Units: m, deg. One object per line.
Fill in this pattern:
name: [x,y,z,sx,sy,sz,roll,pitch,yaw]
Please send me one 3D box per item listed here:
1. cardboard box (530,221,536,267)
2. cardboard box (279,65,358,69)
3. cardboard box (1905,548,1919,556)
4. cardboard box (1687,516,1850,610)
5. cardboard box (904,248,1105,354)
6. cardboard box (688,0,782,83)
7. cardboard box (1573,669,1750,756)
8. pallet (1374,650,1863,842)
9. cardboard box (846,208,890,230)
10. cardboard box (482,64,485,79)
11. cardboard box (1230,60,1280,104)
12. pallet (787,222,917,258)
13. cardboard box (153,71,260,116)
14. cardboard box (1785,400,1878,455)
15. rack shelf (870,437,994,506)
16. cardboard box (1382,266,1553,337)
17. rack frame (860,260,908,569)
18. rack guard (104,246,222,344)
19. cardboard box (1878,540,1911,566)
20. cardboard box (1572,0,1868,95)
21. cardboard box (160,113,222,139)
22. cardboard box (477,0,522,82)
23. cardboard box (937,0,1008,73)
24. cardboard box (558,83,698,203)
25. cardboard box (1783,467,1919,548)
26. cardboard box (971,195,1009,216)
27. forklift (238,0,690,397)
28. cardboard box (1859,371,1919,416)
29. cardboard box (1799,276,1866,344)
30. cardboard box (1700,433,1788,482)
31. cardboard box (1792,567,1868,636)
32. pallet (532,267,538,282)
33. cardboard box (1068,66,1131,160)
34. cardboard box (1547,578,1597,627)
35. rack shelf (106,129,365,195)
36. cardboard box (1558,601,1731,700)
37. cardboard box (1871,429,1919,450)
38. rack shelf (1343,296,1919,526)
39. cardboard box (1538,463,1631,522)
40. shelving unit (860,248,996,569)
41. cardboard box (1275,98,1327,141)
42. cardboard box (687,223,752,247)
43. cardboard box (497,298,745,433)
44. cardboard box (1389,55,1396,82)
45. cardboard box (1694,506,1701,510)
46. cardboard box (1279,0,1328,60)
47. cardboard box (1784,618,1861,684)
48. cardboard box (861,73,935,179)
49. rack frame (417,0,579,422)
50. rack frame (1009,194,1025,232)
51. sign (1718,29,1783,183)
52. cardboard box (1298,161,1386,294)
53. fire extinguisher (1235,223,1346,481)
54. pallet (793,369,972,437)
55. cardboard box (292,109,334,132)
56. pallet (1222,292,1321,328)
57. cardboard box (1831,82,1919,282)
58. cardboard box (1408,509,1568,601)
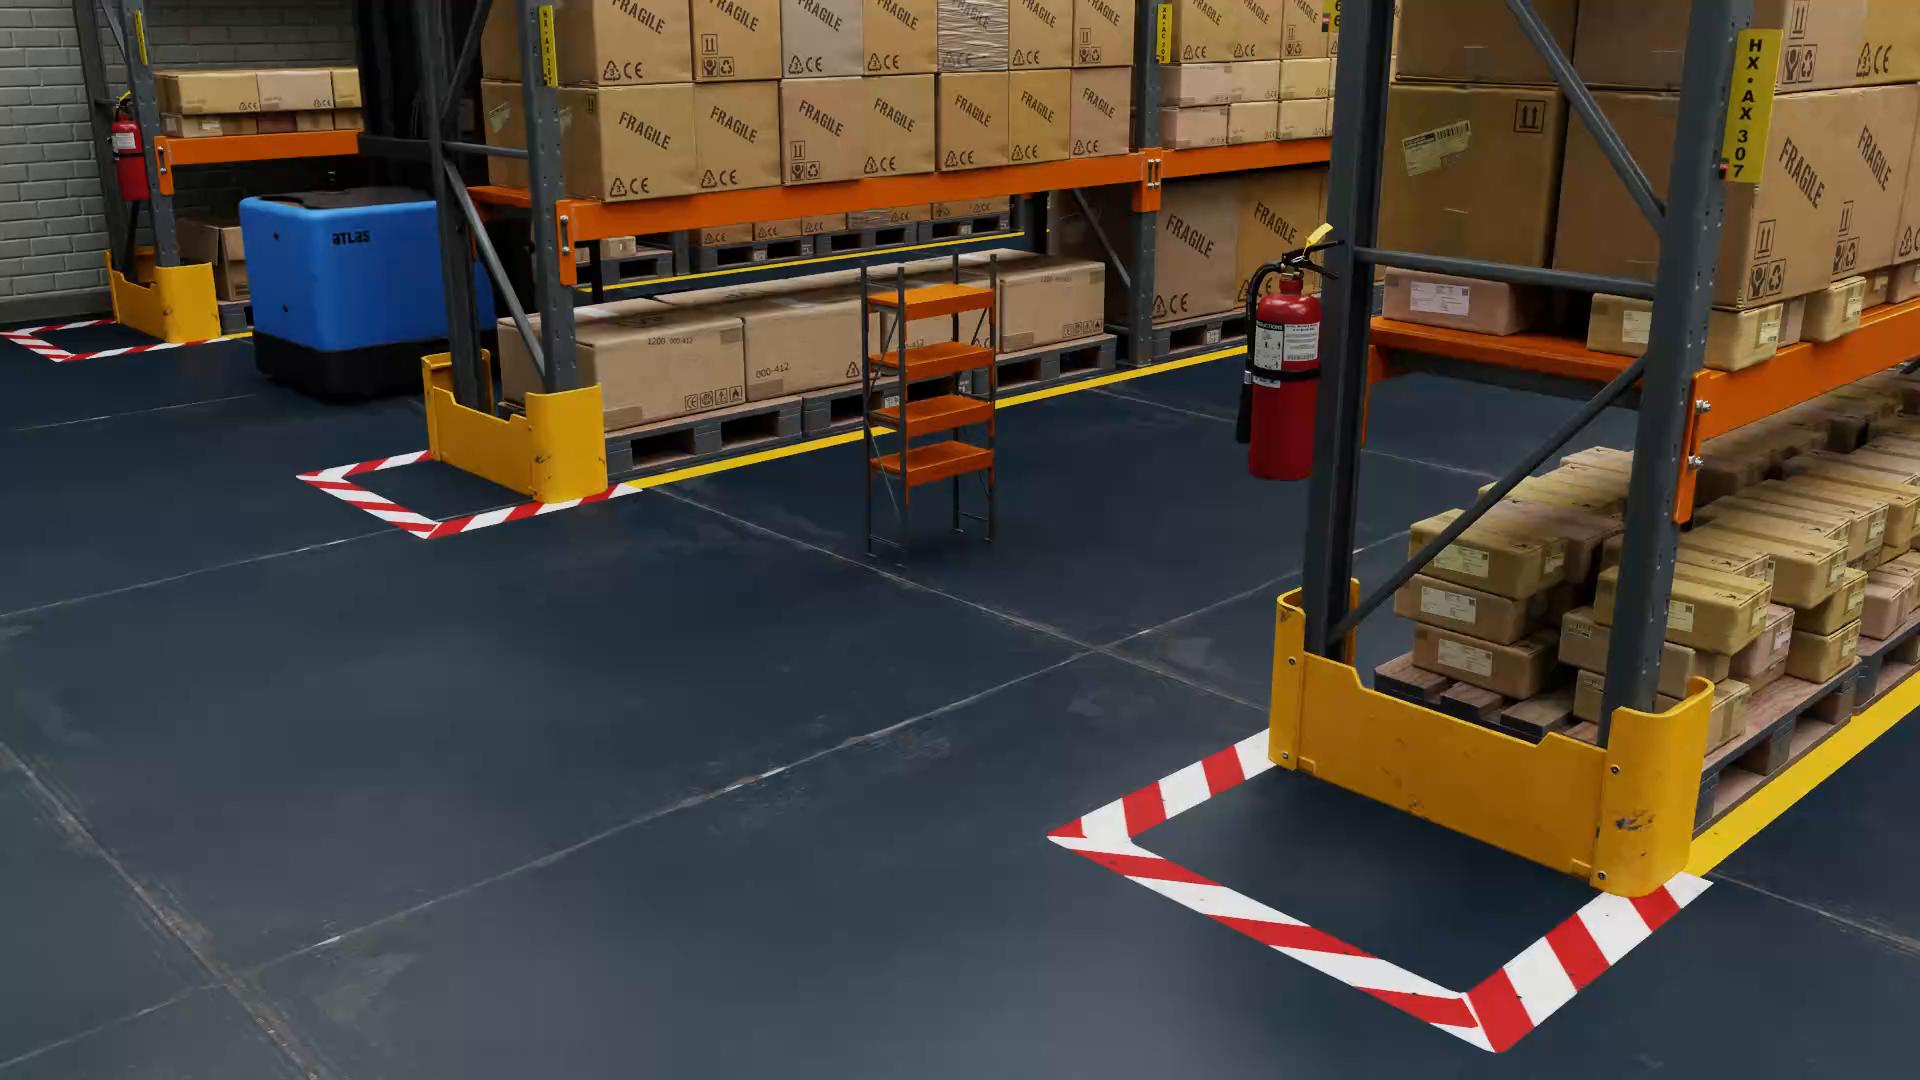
cardboard box: [-3.611,-2.376,12.822,0.700,0.500,0.500,17,24,42]
cardboard box: [-4.632,-3.305,12.075,0.500,0.250,0.500,-15,23,-39]
cardboard box: [3.233,0.062,5.870,0.250,0.149,0.380,-16,24,-40]
cardboard box: [2.368,0.063,4.903,0.250,0.149,0.380,-16,24,-41]
cardboard box: [0.267,-1.473,10.137,0.875,0.438,0.875,-17,24,-42]
cardboard box: [-1.194,-2.425,7.818,0.500,0.500,0.500,-17,25,-42]
cardboard box: [1.965,0.452,4.669,0.250,0.149,0.380,-16,24,-40]
pallet: [2.035,0.481,5.159,1.213,0.211,1.003,-16,24,-41]
cardboard box: [-0.983,-3.103,15.065,0.500,0.500,0.500,17,24,42]
cardboard box: [-3.544,-3.408,12.393,0.500,0.250,0.500,-16,24,-41]
cardboard box: [1.670,-2.914,10.542,0.500,0.250,0.500,-16,24,-40]
pallet: [-1.164,-2.827,15.360,1.213,0.211,1.003,-16,24,-41]
cardboard box: [-5.008,-2.971,11.045,0.500,0.250,0.500,-16,24,-41]
cardboard box: [3.314,-0.443,6.464,0.250,0.149,0.380,-17,25,-42]
rack shelf: [-0.120,-0.283,6.773,0.480,0.148,0.258,-16,24,-41]
cardboard box: [1.408,-0.678,4.620,0.250,0.149,0.380,-16,24,-41]
rack frame: [-0.298,-0.484,6.532,0.015,1.200,0.240,-16,24,-41]
rack guard: [-5.467,-1.692,11.392,0.348,0.500,1.175,-16,24,-41]
cardboard box: [3.037,-0.050,5.736,0.250,0.149,0.380,-15,23,-38]
cardboard box: [1.873,-1.366,4.068,0.500,0.500,0.500,-16,24,-41]
cardboard box: [-5.095,-2.753,11.021,0.250,0.149,0.380,-16,24,-41]
cardboard box: [-1.923,-2.432,7.839,0.500,0.500,0.500,-15,23,-39]
cardboard box: [-0.094,-2.746,8.809,0.500,0.500,0.500,-16,24,-40]
cardboard box: [-1.564,-1.838,7.628,0.500,0.500,0.500,-17,24,-41]
cardboard box: [2.922,-0.110,5.438,0.250,0.149,0.380,-16,24,-40]
cardboard box: [0.131,-3.433,16.081,0.500,0.500,0.500,-15,23,-39]
forklift: [-2.785,-2.569,10.156,3.031,2.935,1.130,-17,25,-42]
cardboard box: [3.879,-0.613,6.989,0.250,0.149,0.380,-15,23,-39]
cardboard box: [2.214,-0.649,4.531,0.380,0.149,0.250,17,25,42]
cardboard box: [2.725,-0.288,5.985,0.250,0.149,0.380,-16,24,-41]
cardboard box: [2.538,0.149,5.121,0.250,0.149,0.380,-15,23,-39]
pallet: [-4.002,-1.981,12.752,1.213,0.211,1.003,-16,24,-41]
cardboard box: [0.636,-2.493,9.648,0.500,0.500,0.500,-16,24,-40]
cardboard box: [1.779,0.130,5.178,0.250,0.149,0.380,-17,25,-42]
rack shelf: [-4.069,-2.946,12.375,4.000,0.370,1.077,-16,24,-41]
cardboard box: [1.922,0.296,4.667,0.250,0.149,0.380,-15,23,-39]
cardboard box: [3.482,-0.273,5.940,0.380,0.149,0.250,16,24,41]
rack shelf: [2.818,-0.747,5.591,4.000,0.370,1.077,-16,24,-41]
cardboard box: [2.130,-0.125,5.485,0.380,0.149,0.250,17,24,42]
shelving unit: [-0.120,-0.536,6.691,0.503,1.200,0.258,-16,24,-41]
cardboard box: [2.056,-2.779,10.934,0.500,0.250,0.500,-17,24,-41]
cardboard box: [-2.110,-2.775,14.053,0.500,0.500,0.500,-15,23,-38]
cardboard box: [-1.699,-0.896,8.359,0.875,0.438,0.875,17,24,42]
cardboard box: [2.798,-3.233,11.525,0.500,0.250,0.500,-17,25,-42]
cardboard box: [2.495,-0.100,5.887,0.250,0.149,0.380,-15,23,-38]
cardboard box: [2.031,-3.373,10.740,0.500,0.500,0.500,-17,25,-42]
cardboard box: [2.536,0.294,5.155,0.250,0.149,0.380,-16,24,-40]
cardboard box: [-0.481,-2.165,8.637,0.500,0.500,0.500,-15,23,-39]
rack frame: [-2.110,-1.753,7.529,0.127,3.000,1.000,-16,24,-41]
rack frame: [0.290,-4.560,16.185,0.127,3.000,1.000,-16,24,-41]
sign: [1.738,-0.956,3.665,0.005,0.325,0.100,-16,24,-41]
cardboard box: [2.493,-2.322,12.046,0.875,0.875,0.875,-16,24,-40]
fire extinguisher: [0.865,-0.501,4.397,0.183,0.674,0.296,-16,24,-41]
pallet: [-0.696,-0.871,9.329,1.213,0.211,1.003,-16,24,-41]
cardboard box: [-4.549,-2.921,11.538,0.250,0.149,0.380,-15,23,-39]
pallet: [2.193,-1.715,11.931,1.213,0.211,1.003,-16,24,-41]
cardboard box: [2.252,-1.007,4.582,0.500,0.500,0.500,-16,24,-41]
cardboard box: [1.575,0.039,4.978,0.250,0.149,0.380,-16,24,-40]
